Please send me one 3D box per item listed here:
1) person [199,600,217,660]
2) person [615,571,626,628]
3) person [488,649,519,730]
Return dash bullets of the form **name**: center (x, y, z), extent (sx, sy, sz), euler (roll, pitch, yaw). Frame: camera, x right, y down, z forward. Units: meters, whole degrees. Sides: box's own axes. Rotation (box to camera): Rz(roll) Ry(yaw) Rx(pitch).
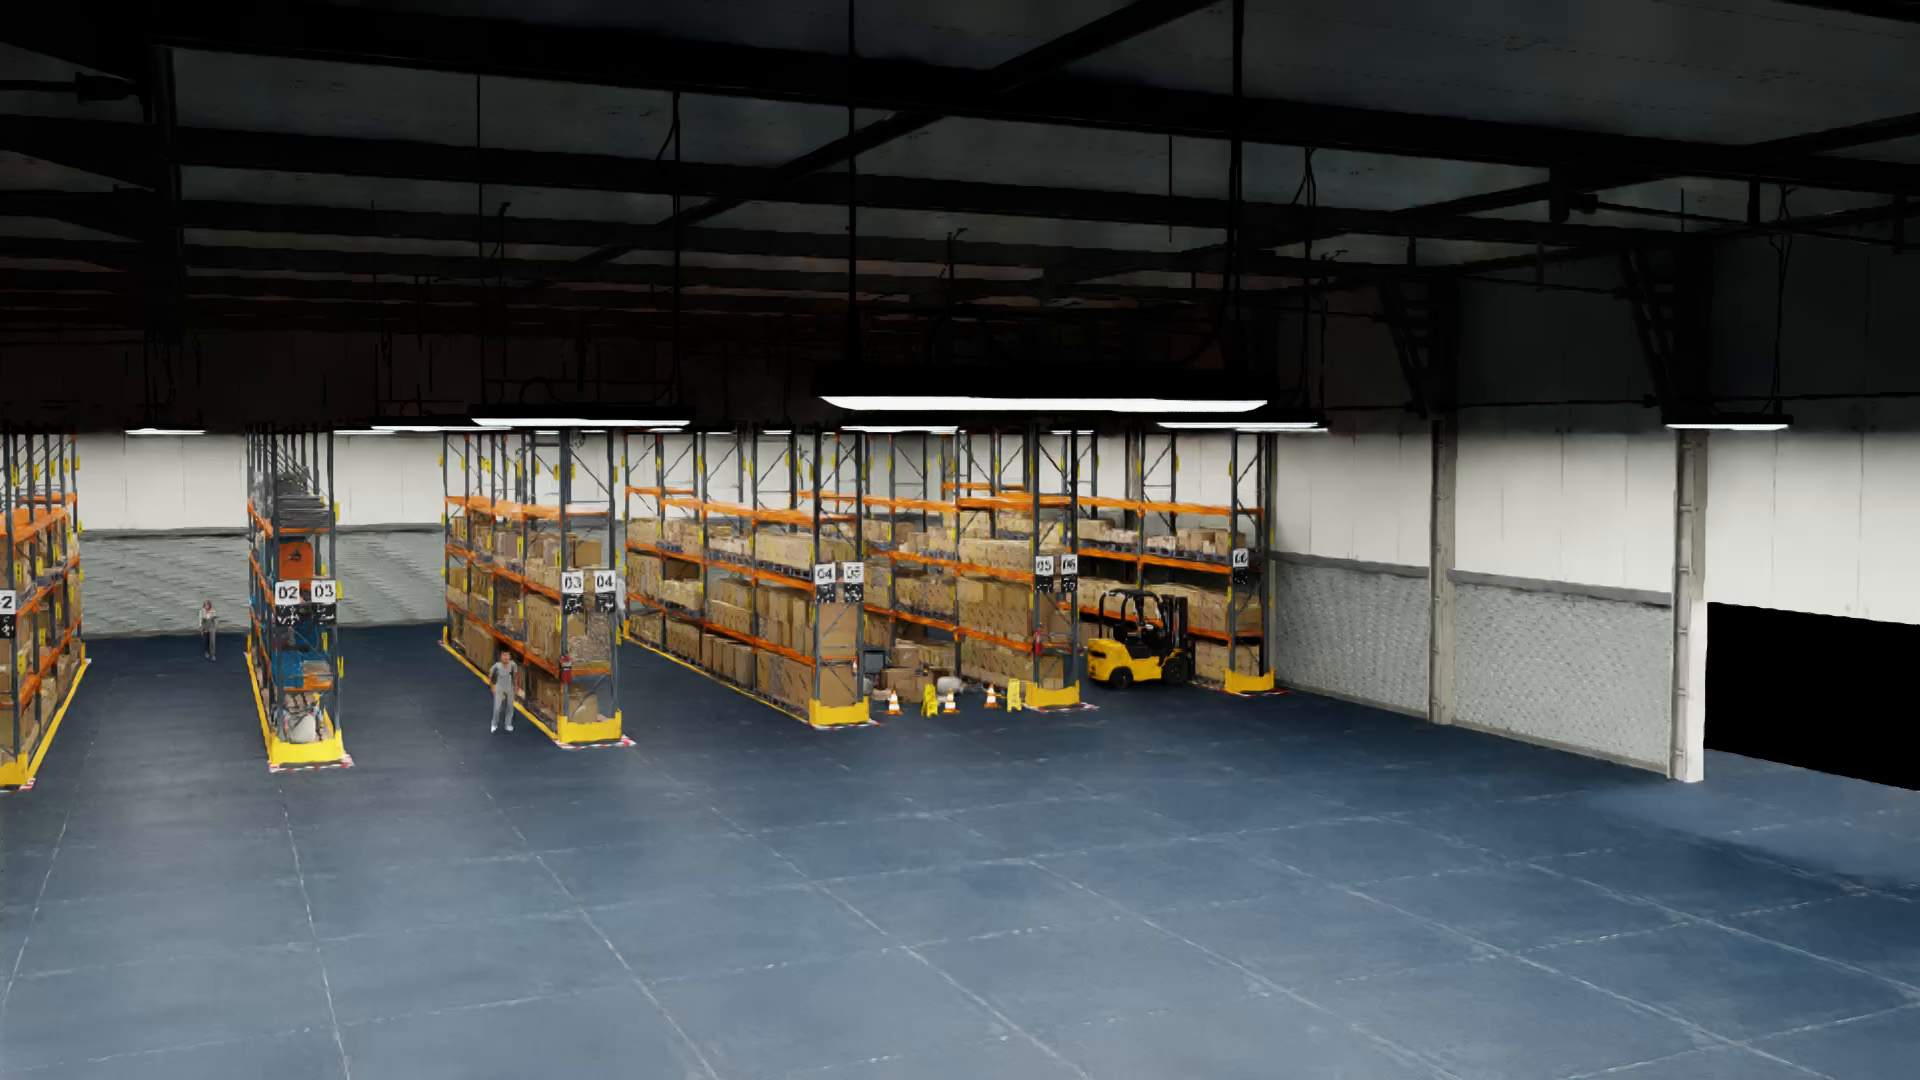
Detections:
- **person**: center (-19.271, 2.287, 42.614), extent (0.417, 1.517, 1.036), euler (-1, 4, -22)
- **person**: center (-10.087, 1.779, 49.053), extent (0.613, 1.767, 0.617), euler (1, 4, 10)
- **person**: center (-8.849, 2.903, 32.270), extent (0.580, 1.618, 0.507), euler (-2, 4, -26)
